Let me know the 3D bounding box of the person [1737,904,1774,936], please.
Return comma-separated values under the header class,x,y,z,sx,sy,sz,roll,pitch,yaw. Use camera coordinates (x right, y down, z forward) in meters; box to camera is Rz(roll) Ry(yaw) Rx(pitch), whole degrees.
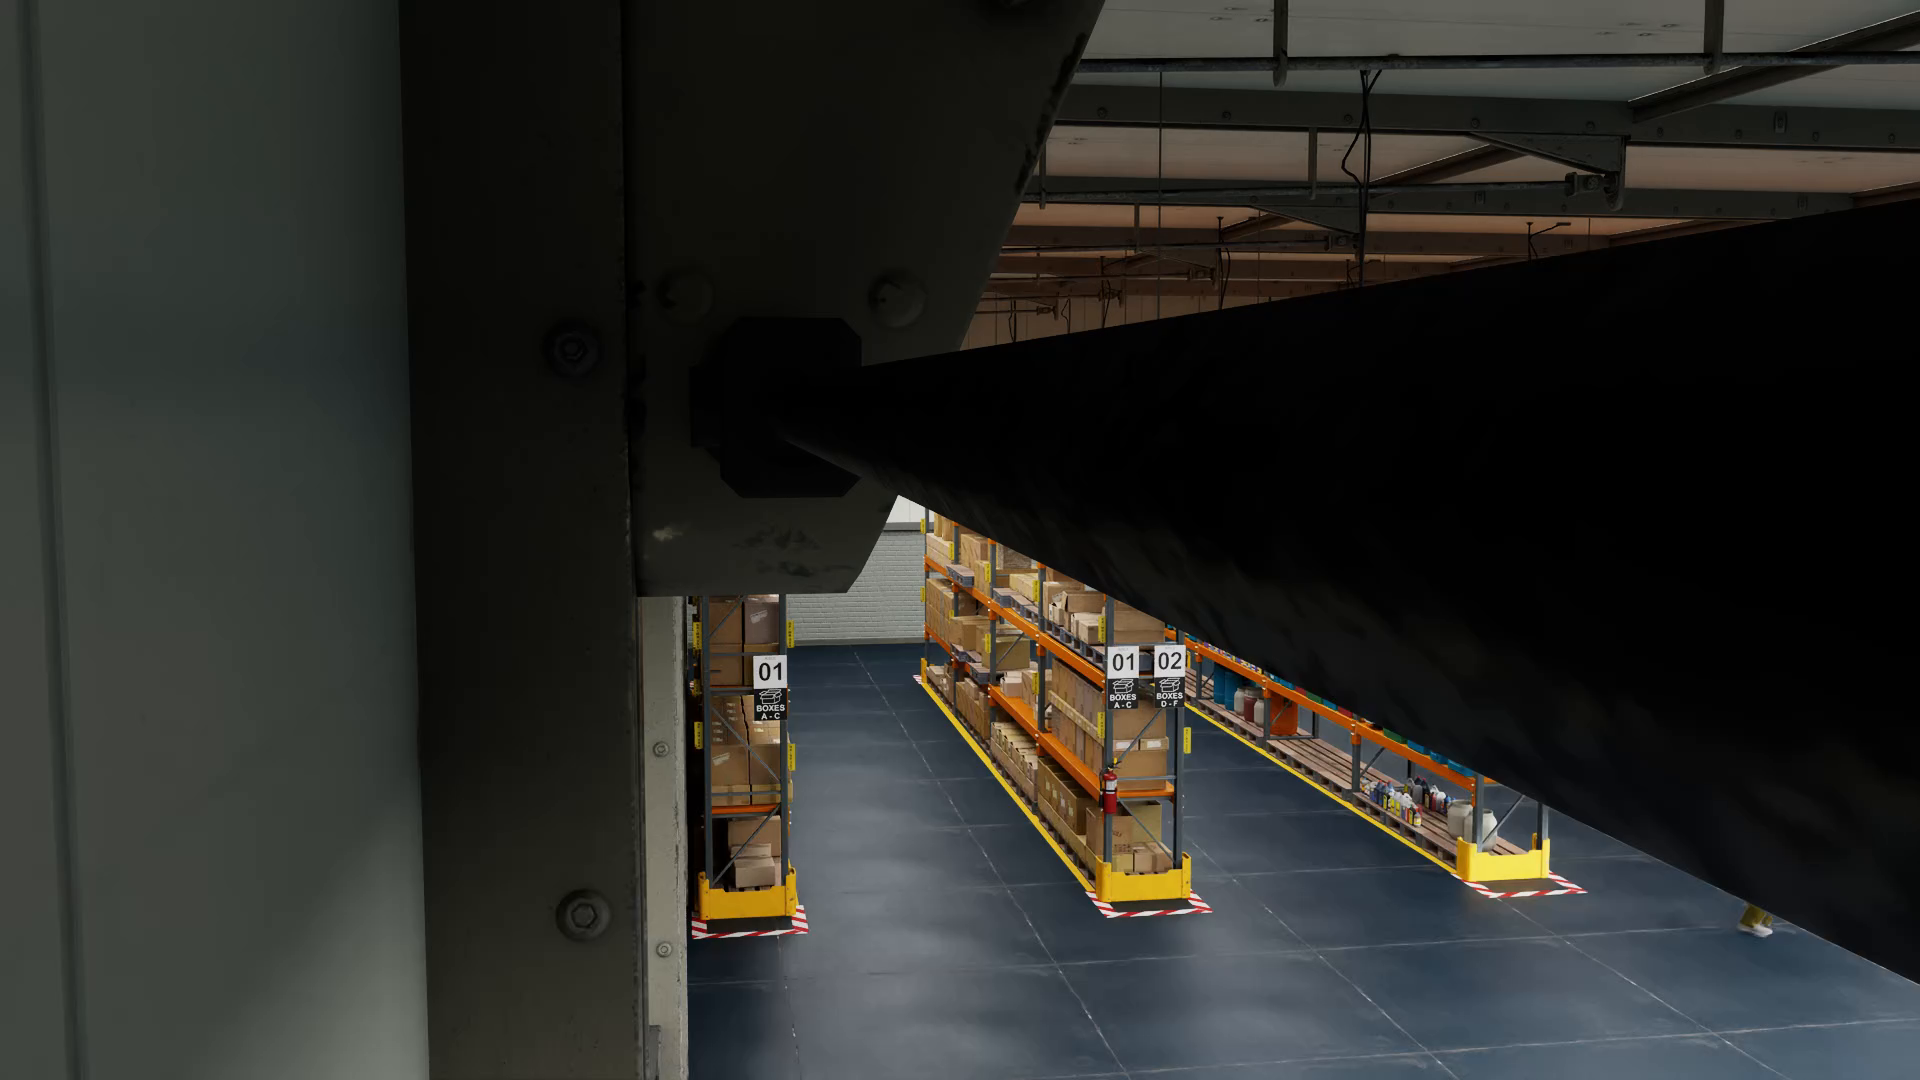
class,x,y,z,sx,sy,sz,roll,pitch,yaw
person,9.470,3.761,19.344,0.720,1.749,0.690,2,6,26
